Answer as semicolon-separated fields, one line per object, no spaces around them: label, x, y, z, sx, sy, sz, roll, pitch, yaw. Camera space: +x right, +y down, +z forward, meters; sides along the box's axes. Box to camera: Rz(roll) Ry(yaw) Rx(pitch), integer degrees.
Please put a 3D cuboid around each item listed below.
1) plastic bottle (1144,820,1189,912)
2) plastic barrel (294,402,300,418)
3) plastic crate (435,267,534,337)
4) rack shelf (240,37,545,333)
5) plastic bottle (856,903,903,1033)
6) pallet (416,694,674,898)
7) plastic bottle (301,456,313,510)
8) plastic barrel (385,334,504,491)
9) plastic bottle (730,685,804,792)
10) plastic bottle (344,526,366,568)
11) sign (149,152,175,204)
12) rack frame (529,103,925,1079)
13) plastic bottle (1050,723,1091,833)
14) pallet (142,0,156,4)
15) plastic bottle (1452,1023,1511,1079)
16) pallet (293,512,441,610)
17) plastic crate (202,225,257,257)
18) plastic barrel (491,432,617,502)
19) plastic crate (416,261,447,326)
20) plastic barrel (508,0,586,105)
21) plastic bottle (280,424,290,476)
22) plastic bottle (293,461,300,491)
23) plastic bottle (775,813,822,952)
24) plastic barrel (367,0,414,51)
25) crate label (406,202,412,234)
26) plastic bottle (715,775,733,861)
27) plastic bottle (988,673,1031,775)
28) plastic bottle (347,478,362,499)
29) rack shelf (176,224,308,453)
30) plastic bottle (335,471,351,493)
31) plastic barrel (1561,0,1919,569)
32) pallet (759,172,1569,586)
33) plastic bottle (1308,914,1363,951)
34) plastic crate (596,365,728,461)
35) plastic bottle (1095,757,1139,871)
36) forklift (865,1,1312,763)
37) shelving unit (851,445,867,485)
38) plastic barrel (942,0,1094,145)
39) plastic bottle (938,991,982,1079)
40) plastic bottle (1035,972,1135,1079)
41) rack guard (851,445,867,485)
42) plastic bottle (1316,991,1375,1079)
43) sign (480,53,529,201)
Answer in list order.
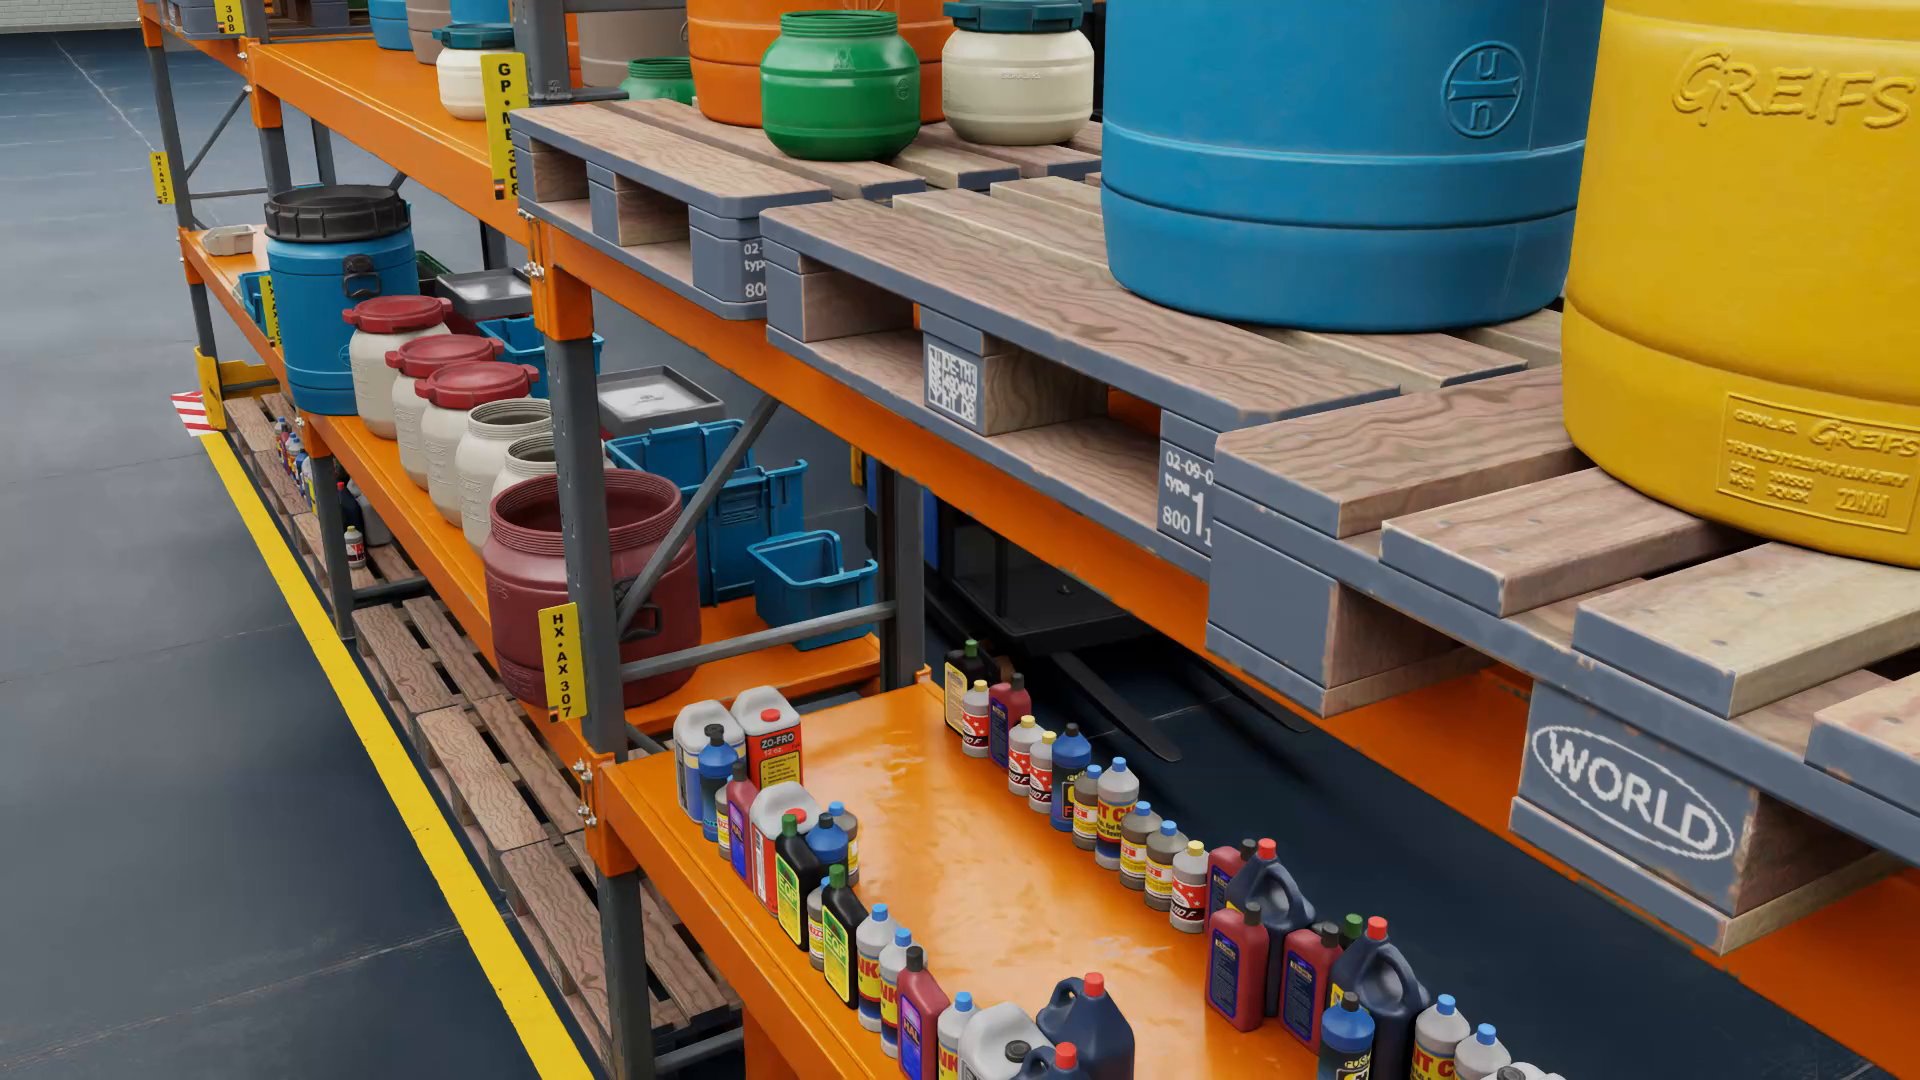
plastic bottle;0.471;0.734;3.785;0.097;0.201;0.097;0;22;0
plastic barrel;-3.991;-0.982;10.491;0.421;0.512;0.421;0;22;0
plastic crate;-2.095;-0.938;7.550;0.402;0.464;0.583;-13;25;-28
rack shelf;-1.584;-1.415;5.781;1.077;0.370;4.000;-13;25;-28
plastic bottle;-0.161;0.861;3.380;0.097;0.271;0.097;0;22;0
pallet;-1.544;0.928;6.748;1.003;0.211;1.213;-13;25;-28
plastic bottle;-3.525;-0.321;9.151;0.152;0.276;0.135;-12;25;-27
plastic barrel;-1.931;-0.480;6.328;0.433;0.535;0.433;0;22;0
plastic bottle;-0.488;0.519;4.215;0.152;0.276;0.135;-13;25;-28
plastic bottle;-3.059;0.029;8.389;0.097;0.201;0.097;0;22;0
sign;-5.124;-2.325;10.680;0.100;0.325;0.005;-13;25;-28
rack frame;-0.562;0.289;4.617;1.000;3.000;0.127;-13;25;-28
plastic bottle;0.272;0.576;4.082;0.097;0.271;0.097;0;22;0
pallet;-4.310;-3.316;9.754;1.003;0.211;1.213;-13;25;-28
plastic bottle;0.945;1.002;3.032;0.097;0.271;0.097;0;22;0
pallet;-2.913;0.060;8.883;1.003;0.211;1.213;-13;25;-28
plastic crate;-4.468;-1.827;10.173;0.298;0.136;0.250;-13;25;-28
plastic barrel;-1.271;-0.055;5.315;0.421;0.512;0.421;0;22;0
plastic crate;-2.764;-1.171;8.292;0.767;0.338;0.504;-13;25;-28
plastic barrel;-1.129;-1.819;5.249;0.600;0.830;0.708;-13;25;-28
plastic bottle;-3.891;-0.523;9.637;0.061;0.283;0.133;-12;25;-27
plastic bottle;-3.714;-0.386;9.410;0.097;0.201;0.097;0;22;0
plastic bottle;-0.353;0.747;3.645;0.061;0.283;0.133;-13;25;-28
plastic barrel;-2.159;-2.505;6.842;0.600;0.901;0.708;-13;25;-28
crate label;-3.476;-1.774;9.644;0.502;0.435;0.616;-13;25;-28
plastic bottle;-0.534;0.657;3.974;0.097;0.201;0.097;0;22;0
plastic bottle;0.129;0.466;4.335;0.061;0.283;0.133;-13;25;-28
plastic bottle;-3.166;-0.200;8.853;0.152;0.276;0.135;-13;25;-28
rack shelf;-3.627;-1.320;9.531;1.077;0.370;4.000;-13;25;-28
plastic bottle;-3.280;-0.198;8.748;0.144;0.351;0.185;-14;26;-31
plastic barrel;0.840;-0.344;1.383;0.600;0.588;0.600;0;22;0
pallet;0.415;-0.320;2.382;1.003;0.211;1.213;-13;25;-28
plastic bottle;0.758;0.865;3.355;0.061;0.283;0.133;-13;25;-28
plastic crate;-1.125;-0.323;6.037;0.402;0.464;0.583;-13;25;-28
plastic bottle;0.371;0.639;3.927;0.097;0.271;0.097;0;22;0
forklift;0.534;-0.848;7.504;1.130;2.935;3.031;-9;24;-22
shelving unit;-0.186;-0.911;9.562;0.587;1.500;1.083;-9;24;-22
plastic barrel;0.111;-0.912;3.215;0.301;0.262;0.301;0;22;0
plastic bottle;0.007;0.967;3.119;0.097;0.271;0.097;0;22;0
plastic bottle;0.230;0.942;3.075;0.144;0.351;0.185;-13;25;-28
rack guard;-0.384;-0.504;10.220;0.587;0.250;0.087;-9;24;-22
plastic bottle;0.722;0.967;3.119;0.097;0.271;0.097;0;22;0
sign;-1.032;-0.944;3.806;0.100;0.325;0.005;-13;25;-28
